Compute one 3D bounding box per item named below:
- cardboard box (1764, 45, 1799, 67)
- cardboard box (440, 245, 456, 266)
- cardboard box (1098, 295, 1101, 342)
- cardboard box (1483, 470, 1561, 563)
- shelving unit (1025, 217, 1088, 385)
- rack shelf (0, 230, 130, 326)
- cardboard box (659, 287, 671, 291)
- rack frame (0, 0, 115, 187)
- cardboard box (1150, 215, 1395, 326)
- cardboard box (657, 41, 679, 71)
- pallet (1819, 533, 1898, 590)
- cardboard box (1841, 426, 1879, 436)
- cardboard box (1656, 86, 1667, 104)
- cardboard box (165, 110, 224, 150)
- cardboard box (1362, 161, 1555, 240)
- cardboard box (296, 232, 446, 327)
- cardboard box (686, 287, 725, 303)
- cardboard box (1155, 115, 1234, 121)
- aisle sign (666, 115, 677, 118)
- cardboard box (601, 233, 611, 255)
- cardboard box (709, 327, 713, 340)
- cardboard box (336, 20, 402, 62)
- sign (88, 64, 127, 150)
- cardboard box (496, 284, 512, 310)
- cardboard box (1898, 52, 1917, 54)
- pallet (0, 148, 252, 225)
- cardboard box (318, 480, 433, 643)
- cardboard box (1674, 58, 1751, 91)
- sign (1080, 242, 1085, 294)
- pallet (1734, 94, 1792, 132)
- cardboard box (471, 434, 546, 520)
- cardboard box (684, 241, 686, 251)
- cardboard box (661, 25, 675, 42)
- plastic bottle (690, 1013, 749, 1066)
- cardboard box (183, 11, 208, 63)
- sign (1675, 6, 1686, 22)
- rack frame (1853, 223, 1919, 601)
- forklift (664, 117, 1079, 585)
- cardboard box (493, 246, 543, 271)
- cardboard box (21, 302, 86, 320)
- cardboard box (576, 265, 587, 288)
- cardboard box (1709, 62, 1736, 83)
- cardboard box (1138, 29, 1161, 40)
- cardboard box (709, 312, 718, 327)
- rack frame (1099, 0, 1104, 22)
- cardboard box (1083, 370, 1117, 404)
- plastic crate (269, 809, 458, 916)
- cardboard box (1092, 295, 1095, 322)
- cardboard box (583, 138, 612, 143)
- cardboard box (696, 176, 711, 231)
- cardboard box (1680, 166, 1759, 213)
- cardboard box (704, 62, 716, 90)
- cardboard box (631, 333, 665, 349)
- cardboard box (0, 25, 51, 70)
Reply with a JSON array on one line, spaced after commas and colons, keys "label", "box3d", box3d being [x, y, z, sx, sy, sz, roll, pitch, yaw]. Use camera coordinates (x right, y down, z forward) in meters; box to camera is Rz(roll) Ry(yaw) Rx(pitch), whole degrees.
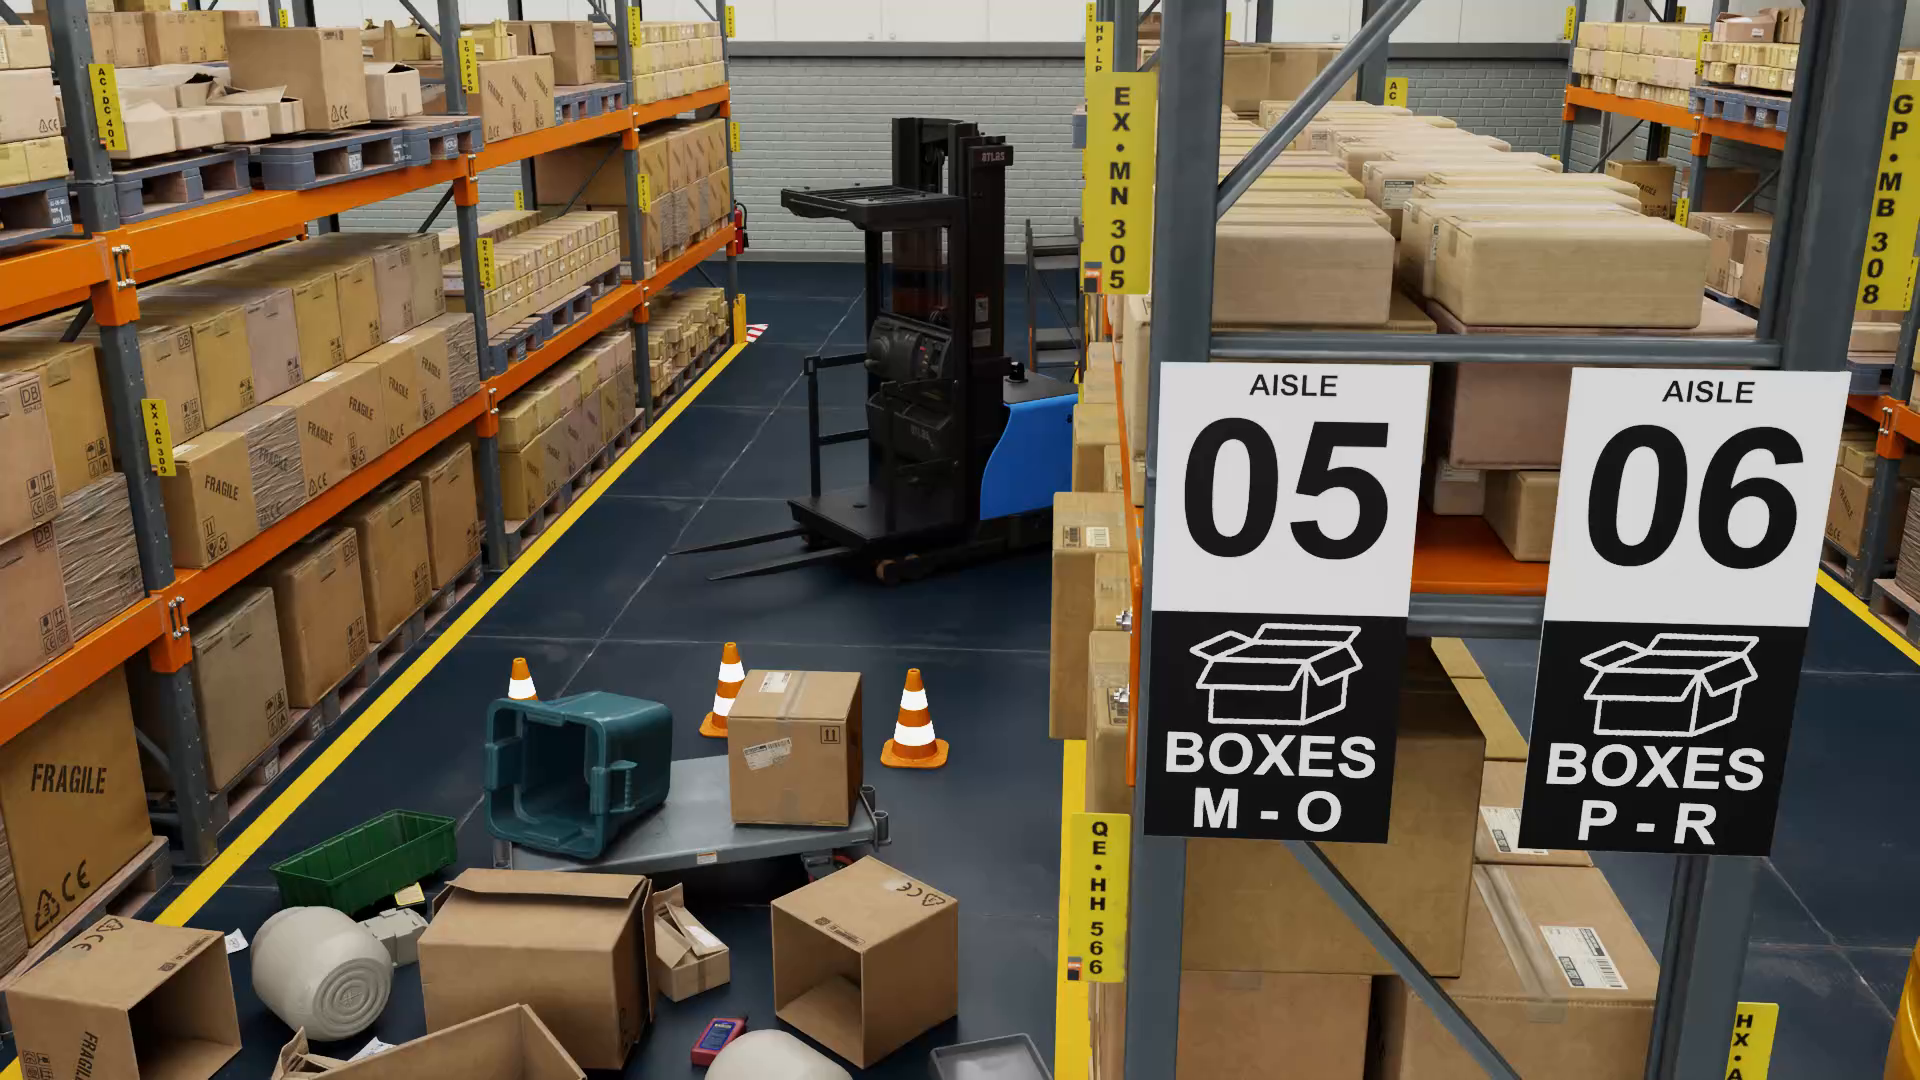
[{"label": "cardboard box", "box3d": [6.182, -3.570, 12.273, 0.380, 0.149, 0.250, 2, 18, 5]}, {"label": "cardboard box", "box3d": [-3.926, -2.070, 12.198, 0.380, 0.149, 0.250, 1, 18, 4]}, {"label": "cardboard box", "box3d": [1.100, -1.403, 10.074, 0.500, 0.500, 0.500, 1, 18, 2]}, {"label": "cardboard box", "box3d": [1.137, -0.066, 2.893, 0.380, 0.149, 0.250, 1, 18, 4]}, {"label": "shelving unit", "box3d": [0.747, -1.364, 12.679, 0.431, 2.100, 0.503, -3, 18, 1]}, {"label": "rack shelf", "box3d": [-4.012, -0.448, 4.811, 1.077, 0.370, 4.000, 1, 18, 4]}, {"label": "cardboard box", "box3d": [-3.384, -2.685, 18.248, 0.380, 0.149, 0.250, 0, 18, 1]}, {"label": "rack frame", "box3d": [-3.868, -2.836, 6.128, 1.000, 3.000, 0.127, 1, 18, 4]}, {"label": "cardboard box", "box3d": [0.519, -0.461, 2.818, 0.380, 0.149, 0.250, 1, 18, 4]}, {"label": "cardboard box", "box3d": [-2.931, -4.517, 15.511, 0.500, 0.250, 0.500, 2, 18, 5]}, {"label": "pallet", "box3d": [6.405, 0.055, 11.417, 1.003, 0.211, 1.213, 1, 18, 4]}, {"label": "cardboard box", "box3d": [6.149, -0.684, 11.493, 0.380, 0.149, 0.250, 1, 18, 2]}, {"label": "cardboard box", "box3d": [6.403, -3.941, 14.720, 0.380, 0.149, 0.250, 1, 18, 4]}, {"label": "cardboard box", "box3d": [-3.546, -1.855, 7.519, 0.250, 0.149, 0.380, 1, 18, 4]}, {"label": "cardboard box", "box3d": [1.115, -0.765, 3.747, 0.380, 0.149, 0.250, 1, 18, 4]}, {"label": "cardboard box", "box3d": [-3.624, -1.611, 10.257, 0.700, 0.500, 0.500, 1, 18, 4]}, {"label": "cardboard box", "box3d": [-2.793, -2.670, 18.203, 0.380, 0.149, 0.250, 1, 18, 5]}, {"label": "cardboard box", "box3d": [0.665, -1.257, 5.247, 0.380, 0.149, 0.250, 1, 18, 4]}, {"label": "aisle sign", "box3d": [-3.302, -4.977, 18.121, 0.394, 0.787, 0.004, 1, 18, 4]}, {"label": "cardboard box", "box3d": [-3.144, -2.482, 13.932, 0.380, 0.149, 0.250, 1, 18, 4]}, {"label": "cardboard box", "box3d": [-2.860, -2.227, 17.806, 0.380, 0.149, 0.250, 1, 18, 4]}, {"label": "cardboard box", "box3d": [-3.812, -3.196, 10.653, 0.396, 0.266, 0.258, 1, 18, 4]}, {"label": "sign", "box3d": [-3.315, -1.682, 6.466, 0.100, 0.325, 0.005, 1, 18, 4]}, {"label": "cardboard box", "box3d": [-3.329, -1.679, 11.482, 0.380, 0.149, 0.250, 2, 18, 7]}, {"label": "cardboard box", "box3d": [6.121, -3.162, 11.062, 0.380, 0.149, 0.250, 1, 18, 3]}, {"label": "pallet", "box3d": [-3.852, -1.606, 7.497, 0.805, 0.209, 1.217, 1, 18, 2]}, {"label": "cardboard box", "box3d": [-3.774, 0.100, 9.738, 1.050, 0.750, 0.750, 2, 18, 5]}, {"label": "cardboard box", "box3d": [6.386, -3.932, 14.053, 0.500, 0.250, 0.500, 1, 18, 4]}, {"label": "sign", "box3d": [0.809, -1.710, 10.466, 0.100, 0.325, 0.005, 1, 18, 4]}, {"label": "pallet", "box3d": [6.413, -3.094, 12.034, 1.213, 0.211, 1.003, 1, 18, 4]}, {"label": "cardboard box", "box3d": [-3.276, -0.454, 11.830, 0.500, 0.500, 0.500, 1, 18, 2]}, {"label": "cardboard box", "box3d": [-2.929, -2.926, 16.439, 0.380, 0.149, 0.250, 2, 18, 6]}, {"label": "cardboard box", "box3d": [-2.890, -4.744, 15.563, 0.380, 0.149, 0.250, 2, 18, 7]}, {"label": "plastic bottle", "box3d": [-0.887, 1.849, 6.183, 0.133, 0.061, 0.283, 4, 19, 13]}, {"label": "cardboard box", "box3d": [-8.081, -5.078, 16.791, 0.700, 0.500, 0.500, 0, 18, 0]}, {"label": "sign", "box3d": [7.440, -5.351, 17.198, 0.100, 0.325, 0.005, 1, 18, 4]}, {"label": "rack frame", "box3d": [6.314, -1.039, 10.277, 1.000, 3.000, 0.127, 1, 18, 4]}, {"label": "forklift", "box3d": [-0.517, -1.283, 11.130, 3.031, 2.935, 1.130, -12, 22, -32]}, {"label": "cardboard box", "box3d": [-3.279, -2.056, 12.154, 0.380, 0.149, 0.250, 2, 18, 6]}, {"label": "cardboard box", "box3d": [-8.261, -1.603, 14.736, 1.225, 0.875, 0.875, 1, 18, 4]}, {"label": "cardboard box", "box3d": [-3.196, -2.100, 13.244, 0.380, 0.149, 0.250, 1, 18, 2]}, {"label": "cardboard box", "box3d": [6.130, -3.671, 13.061, 0.380, 0.149, 0.250, 1, 18, 5]}, {"label": "cardboard box", "box3d": [1.240, -2.943, 10.431, 0.797, 0.503, 0.637, 0, 18, 1]}, {"label": "cardboard box", "box3d": [-2.797, -2.367, 17.756, 0.380, 0.149, 0.250, 1, 18, 2]}, {"label": "rack frame", "box3d": [1.650, -5.242, 13.469, 1.000, 3.000, 0.127, 1, 18, 4]}, {"label": "cardboard box", "box3d": [0.770, -0.281, 5.718, 0.700, 0.500, 0.500, 1, 18, 4]}, {"label": "plastic crate", "box3d": [-2.574, 1.407, 7.237, 0.450, 0.188, 0.662, 0, 15, 35]}, {"label": "cardboard box", "box3d": [1.177, -1.631, 11.520, 0.500, 0.250, 0.500, 1, 18, 2]}, {"label": "cardboard box", "box3d": [-3.499, -3.447, 15.381, 0.500, 0.500, 0.500, 1, 18, 2]}, {"label": "cardboard box", "box3d": [-2.852, -3.439, 16.962, 0.500, 0.500, 0.500, 1, 18, 4]}, {"label": "cardboard box", "box3d": [6.973, -3.165, 15.322, 0.500, 0.500, 0.500, 1, 18, 2]}, {"label": "cardboard box", "box3d": [-2.806, -4.761, 17.059, 0.500, 0.250, 0.500, 1, 18, 4]}, {"label": "cardboard box", "box3d": [-3.016, -1.864, 15.743, 0.380, 0.149, 0.250, 1, 18, 3]}, {"label": "cardboard box", "box3d": [-3.577, -1.797, 6.060, 0.380, 0.149, 0.250, 1, 18, 3]}]
